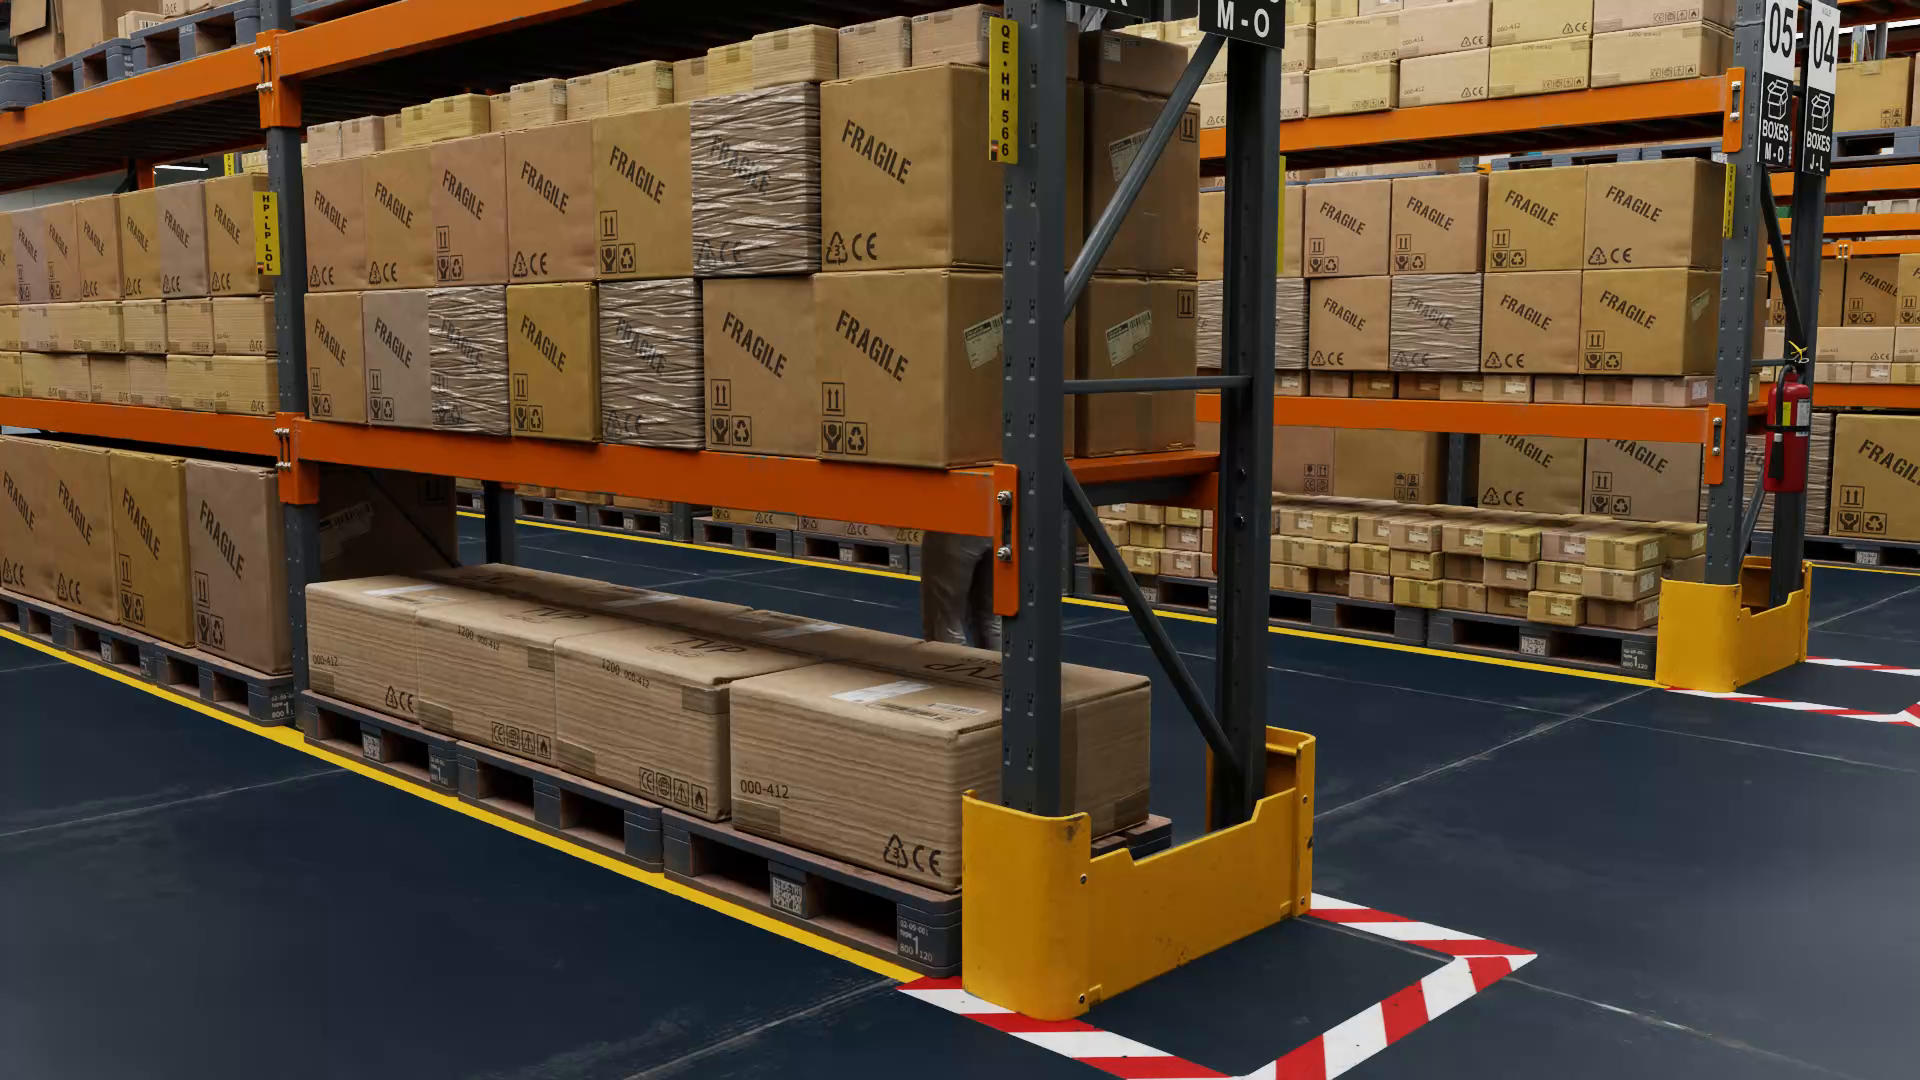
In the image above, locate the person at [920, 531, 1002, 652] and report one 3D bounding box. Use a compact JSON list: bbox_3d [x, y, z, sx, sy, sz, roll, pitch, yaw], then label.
[{"bbox_3d":[-0.037,-0.070,6.756,0.552,1.762,0.494,7,10,44],"label":"person"}]
